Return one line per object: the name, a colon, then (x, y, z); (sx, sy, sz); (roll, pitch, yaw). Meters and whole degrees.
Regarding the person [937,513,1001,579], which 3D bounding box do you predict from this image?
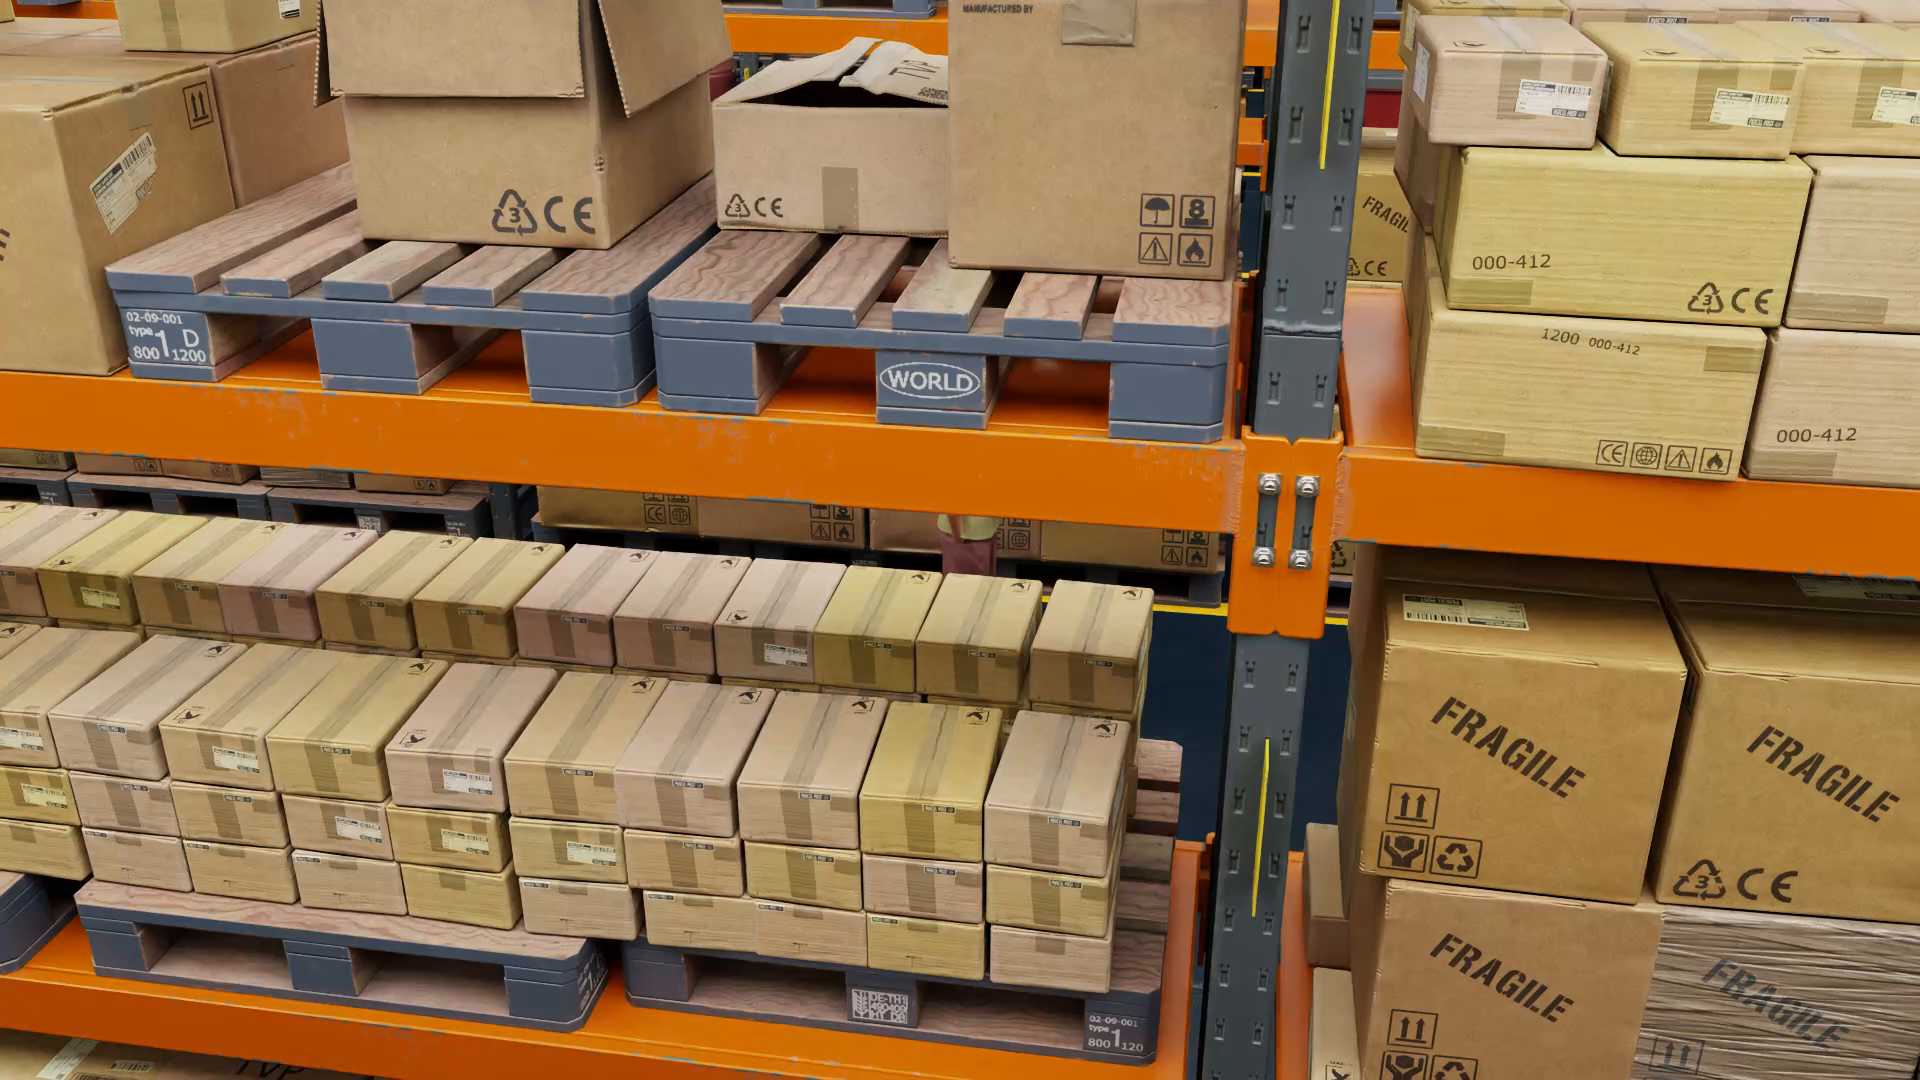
person: (0.028, -0.053, 7.233); (0.358, 1.673, 0.441); (5, 25, 10)
